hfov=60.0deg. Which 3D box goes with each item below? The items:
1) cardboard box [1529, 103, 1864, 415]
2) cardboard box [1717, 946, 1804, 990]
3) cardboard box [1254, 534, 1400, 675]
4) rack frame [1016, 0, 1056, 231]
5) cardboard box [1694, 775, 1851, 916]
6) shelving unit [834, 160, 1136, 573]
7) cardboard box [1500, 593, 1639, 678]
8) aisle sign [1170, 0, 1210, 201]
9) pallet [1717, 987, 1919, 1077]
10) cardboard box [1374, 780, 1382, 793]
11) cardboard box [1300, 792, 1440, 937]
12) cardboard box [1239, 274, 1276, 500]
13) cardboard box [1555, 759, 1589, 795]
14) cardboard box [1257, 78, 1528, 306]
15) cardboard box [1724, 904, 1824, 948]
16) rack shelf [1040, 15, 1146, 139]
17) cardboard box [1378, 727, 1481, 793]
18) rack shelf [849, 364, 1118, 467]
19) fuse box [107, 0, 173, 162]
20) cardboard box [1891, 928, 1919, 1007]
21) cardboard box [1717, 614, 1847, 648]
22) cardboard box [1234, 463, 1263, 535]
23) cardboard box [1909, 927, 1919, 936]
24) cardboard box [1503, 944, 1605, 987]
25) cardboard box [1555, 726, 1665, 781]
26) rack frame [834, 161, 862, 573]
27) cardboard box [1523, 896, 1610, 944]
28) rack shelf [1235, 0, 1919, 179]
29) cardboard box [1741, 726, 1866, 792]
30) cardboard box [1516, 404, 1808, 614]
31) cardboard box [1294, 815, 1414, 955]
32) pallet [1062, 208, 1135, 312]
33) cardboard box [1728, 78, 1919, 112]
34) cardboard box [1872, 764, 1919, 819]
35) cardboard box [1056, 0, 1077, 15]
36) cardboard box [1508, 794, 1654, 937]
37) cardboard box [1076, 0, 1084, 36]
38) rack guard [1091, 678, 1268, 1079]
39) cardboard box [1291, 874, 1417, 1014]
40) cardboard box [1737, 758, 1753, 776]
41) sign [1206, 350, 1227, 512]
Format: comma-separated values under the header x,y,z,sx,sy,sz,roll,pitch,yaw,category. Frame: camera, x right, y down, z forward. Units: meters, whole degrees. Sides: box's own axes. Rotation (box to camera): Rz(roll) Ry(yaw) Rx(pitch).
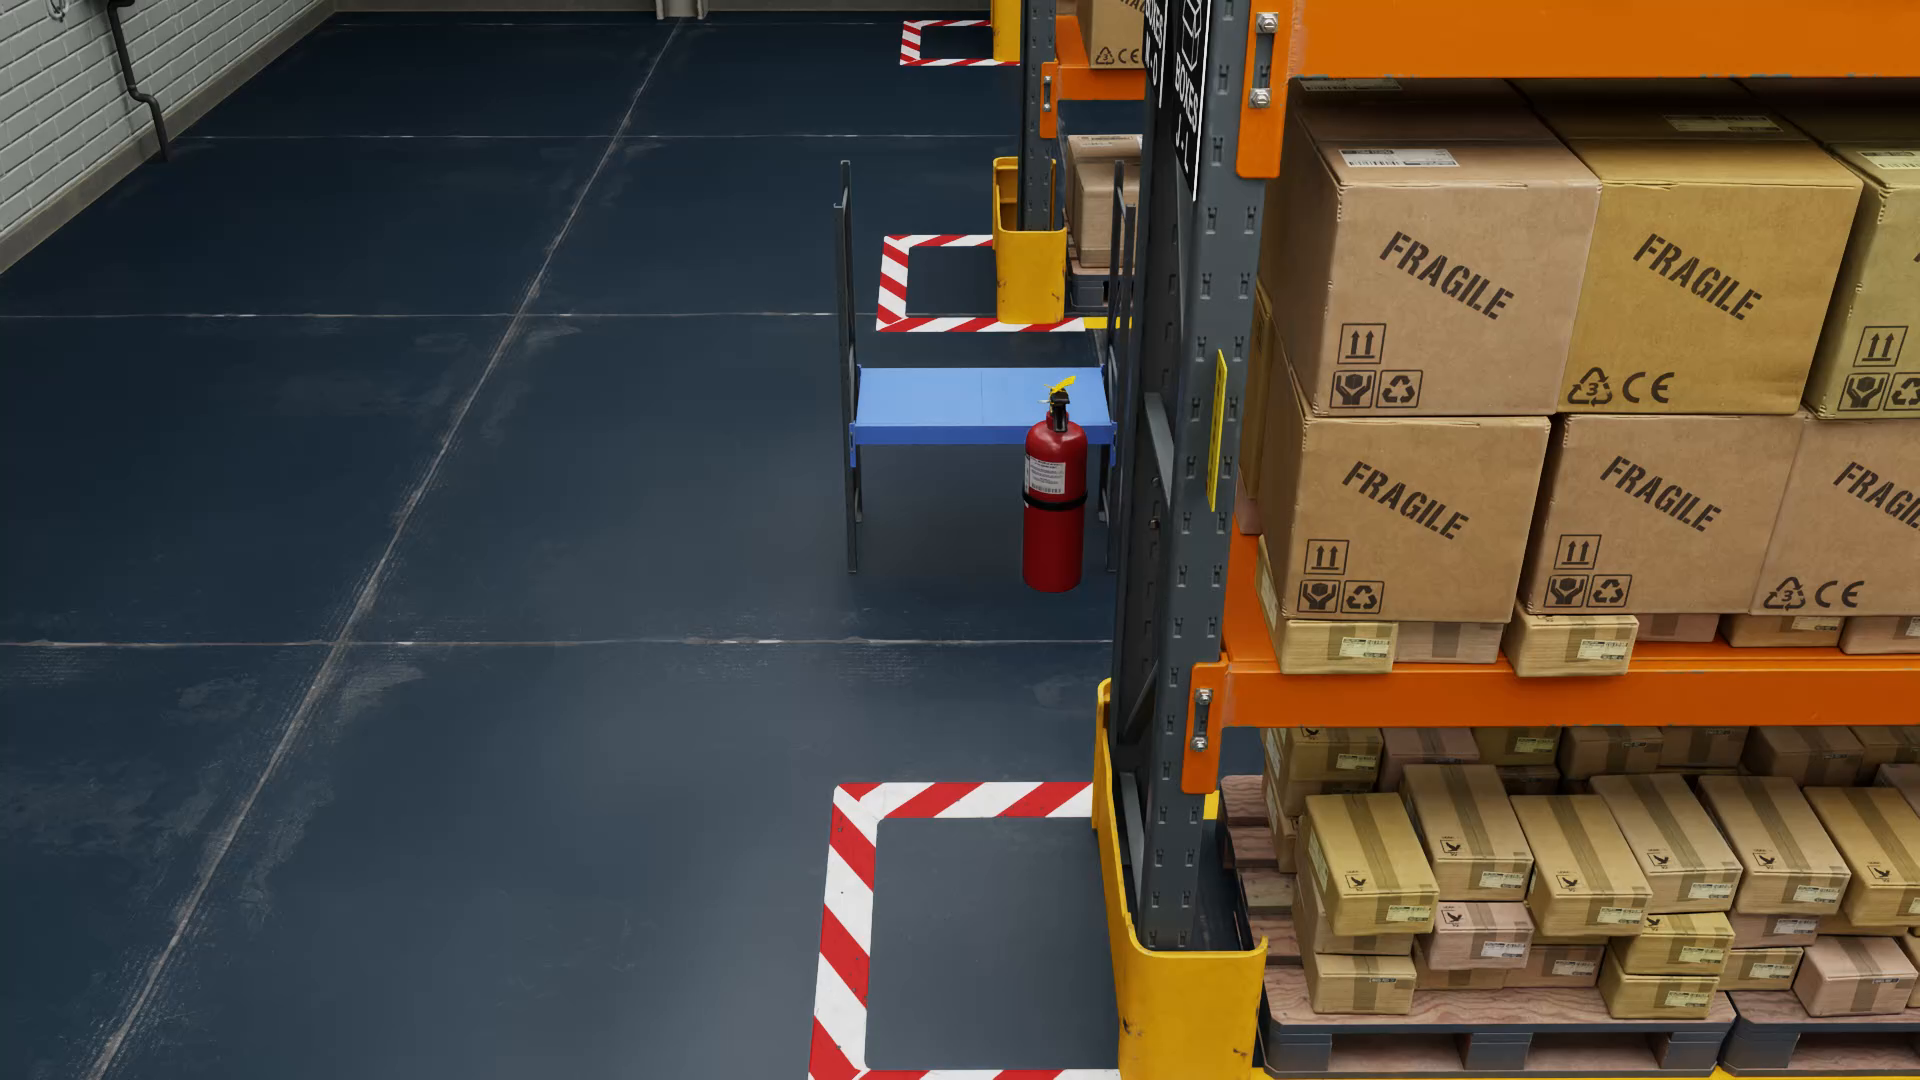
x,y,z,sx,sy,sz,roll,pitch,yaw,category
1.473,-0.599,3.498,0.500,0.500,0.500,1,31,1,cardboard box
2.064,1.029,4.505,0.250,0.149,0.380,0,31,0,cardboard box
0.844,0.144,3.863,0.250,0.149,0.380,0,31,-1,cardboard box
0.387,-2.700,8.308,0.127,3.000,1.000,0,31,0,rack frame
2.097,0.790,4.327,0.250,0.149,0.380,1,31,2,cardboard box
0.085,-0.641,6.361,1.048,1.500,0.538,0,31,0,shelving unit
1.368,0.149,3.856,0.250,0.149,0.380,-1,31,-2,cardboard box
0.447,-1.088,3.146,0.004,0.787,0.394,0,31,0,aisle sign
2.624,1.073,4.778,1.213,0.211,1.003,0,31,0,pallet
1.306,0.657,4.832,0.250,0.149,0.380,-1,31,-1,cardboard box
1.044,0.827,4.265,0.250,0.149,0.380,-2,31,-3,cardboard box
0.966,-0.437,4.196,0.500,0.500,0.500,0,31,1,cardboard box
1.833,0.680,4.794,0.250,0.149,0.380,-1,31,-1,cardboard box
0.974,-0.860,3.929,0.500,0.500,0.500,-1,31,-1,cardboard box
2.084,0.898,4.435,0.250,0.149,0.380,-2,31,-3,cardboard box
2.387,-2.399,8.505,4.000,0.370,1.077,0,31,0,rack shelf
1.298,0.548,4.725,0.250,0.149,0.380,0,31,1,cardboard box
0.085,-0.488,6.455,1.000,0.185,0.538,0,31,0,rack shelf
-5.118,-3.209,10.390,0.414,1.711,0.539,0,31,0,fuse box
2.591,1.059,4.456,0.250,0.149,0.380,0,31,0,cardboard box
1.897,0.089,3.955,0.250,0.149,0.380,0,31,-1,cardboard box
0.842,-0.173,4.385,0.250,0.149,0.380,0,31,0,cardboard box
2.625,0.880,4.464,0.250,0.149,0.380,1,31,2,cardboard box
1.553,1.024,4.515,0.250,0.149,0.380,0,31,0,cardboard box
1.815,0.514,4.782,0.250,0.149,0.380,-1,31,-2,cardboard box
-0.423,-0.640,6.359,0.032,1.500,0.500,0,31,0,rack frame
1.562,0.893,4.443,0.250,0.149,0.380,0,31,0,cardboard box
2.518,-1.114,3.496,4.000,0.370,1.077,0,31,0,rack shelf
2.348,0.541,4.737,0.250,0.149,0.380,-1,31,-2,cardboard box
1.504,-0.175,3.764,0.500,0.500,0.500,0,31,0,cardboard box
1.044,0.911,4.413,0.250,0.149,0.380,1,31,2,cardboard box
1.186,-1.551,9.102,1.213,0.211,1.003,0,31,0,pallet
2.001,-0.868,3.942,0.500,0.500,0.500,1,31,2,cardboard box
2.611,0.762,4.372,0.250,0.149,0.380,0,31,0,cardboard box
0.966,-4.340,13.012,0.637,0.503,0.797,-1,31,-2,cardboard box
1.572,0.829,4.261,0.250,0.149,0.380,0,31,0,cardboard box
0.868,-2.881,8.511,0.500,0.500,0.500,0,31,0,cardboard box
0.594,0.936,4.725,0.348,0.500,1.175,0,31,0,rack guard
1.044,1.071,4.436,0.250,0.149,0.380,0,31,1,cardboard box
2.338,0.628,4.880,0.250,0.149,0.380,1,31,2,cardboard box
0.521,-0.221,3.388,0.005,0.325,0.100,0,31,0,sign
